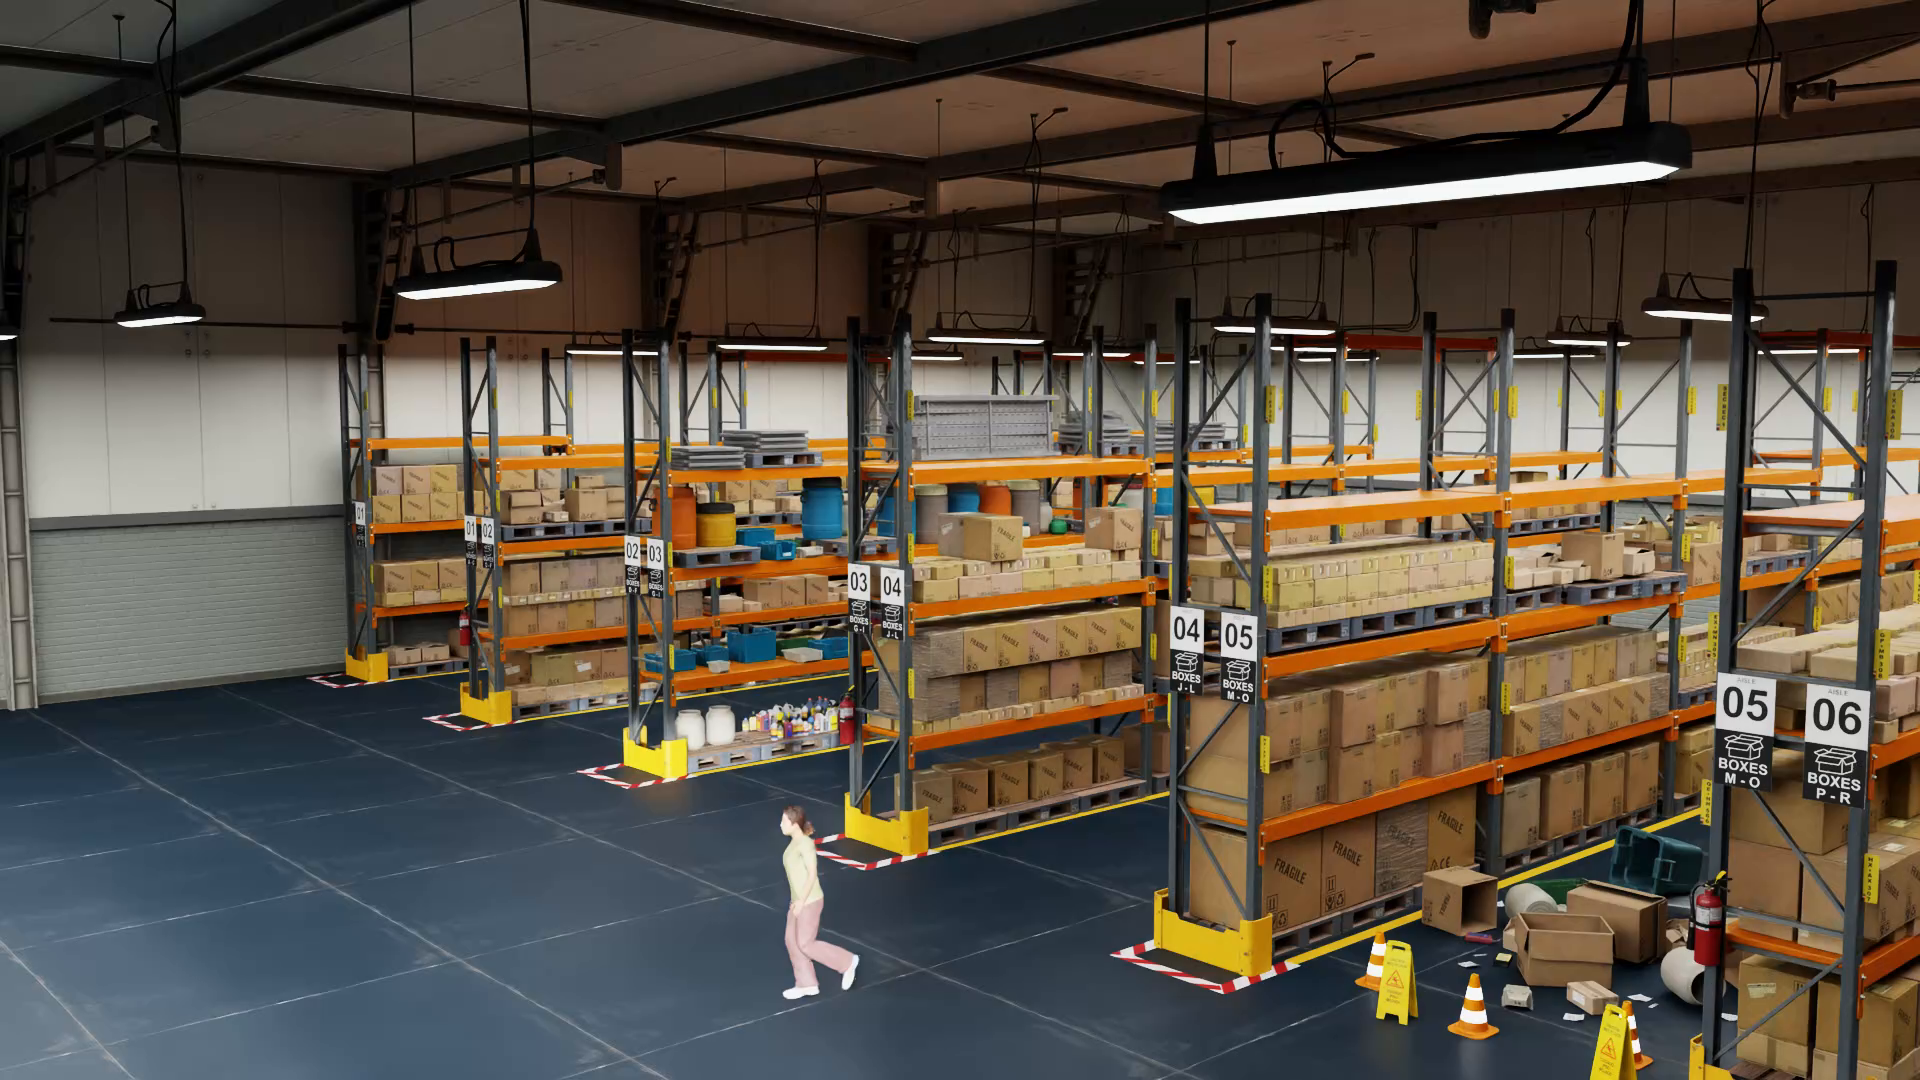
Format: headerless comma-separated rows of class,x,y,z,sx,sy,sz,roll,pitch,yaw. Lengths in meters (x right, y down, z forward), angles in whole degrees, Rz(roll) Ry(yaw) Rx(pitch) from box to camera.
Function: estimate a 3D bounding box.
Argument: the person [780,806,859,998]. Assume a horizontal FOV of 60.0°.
person,-1.210,3.078,14.251,0.647,1.645,0.508,-2,5,-18
